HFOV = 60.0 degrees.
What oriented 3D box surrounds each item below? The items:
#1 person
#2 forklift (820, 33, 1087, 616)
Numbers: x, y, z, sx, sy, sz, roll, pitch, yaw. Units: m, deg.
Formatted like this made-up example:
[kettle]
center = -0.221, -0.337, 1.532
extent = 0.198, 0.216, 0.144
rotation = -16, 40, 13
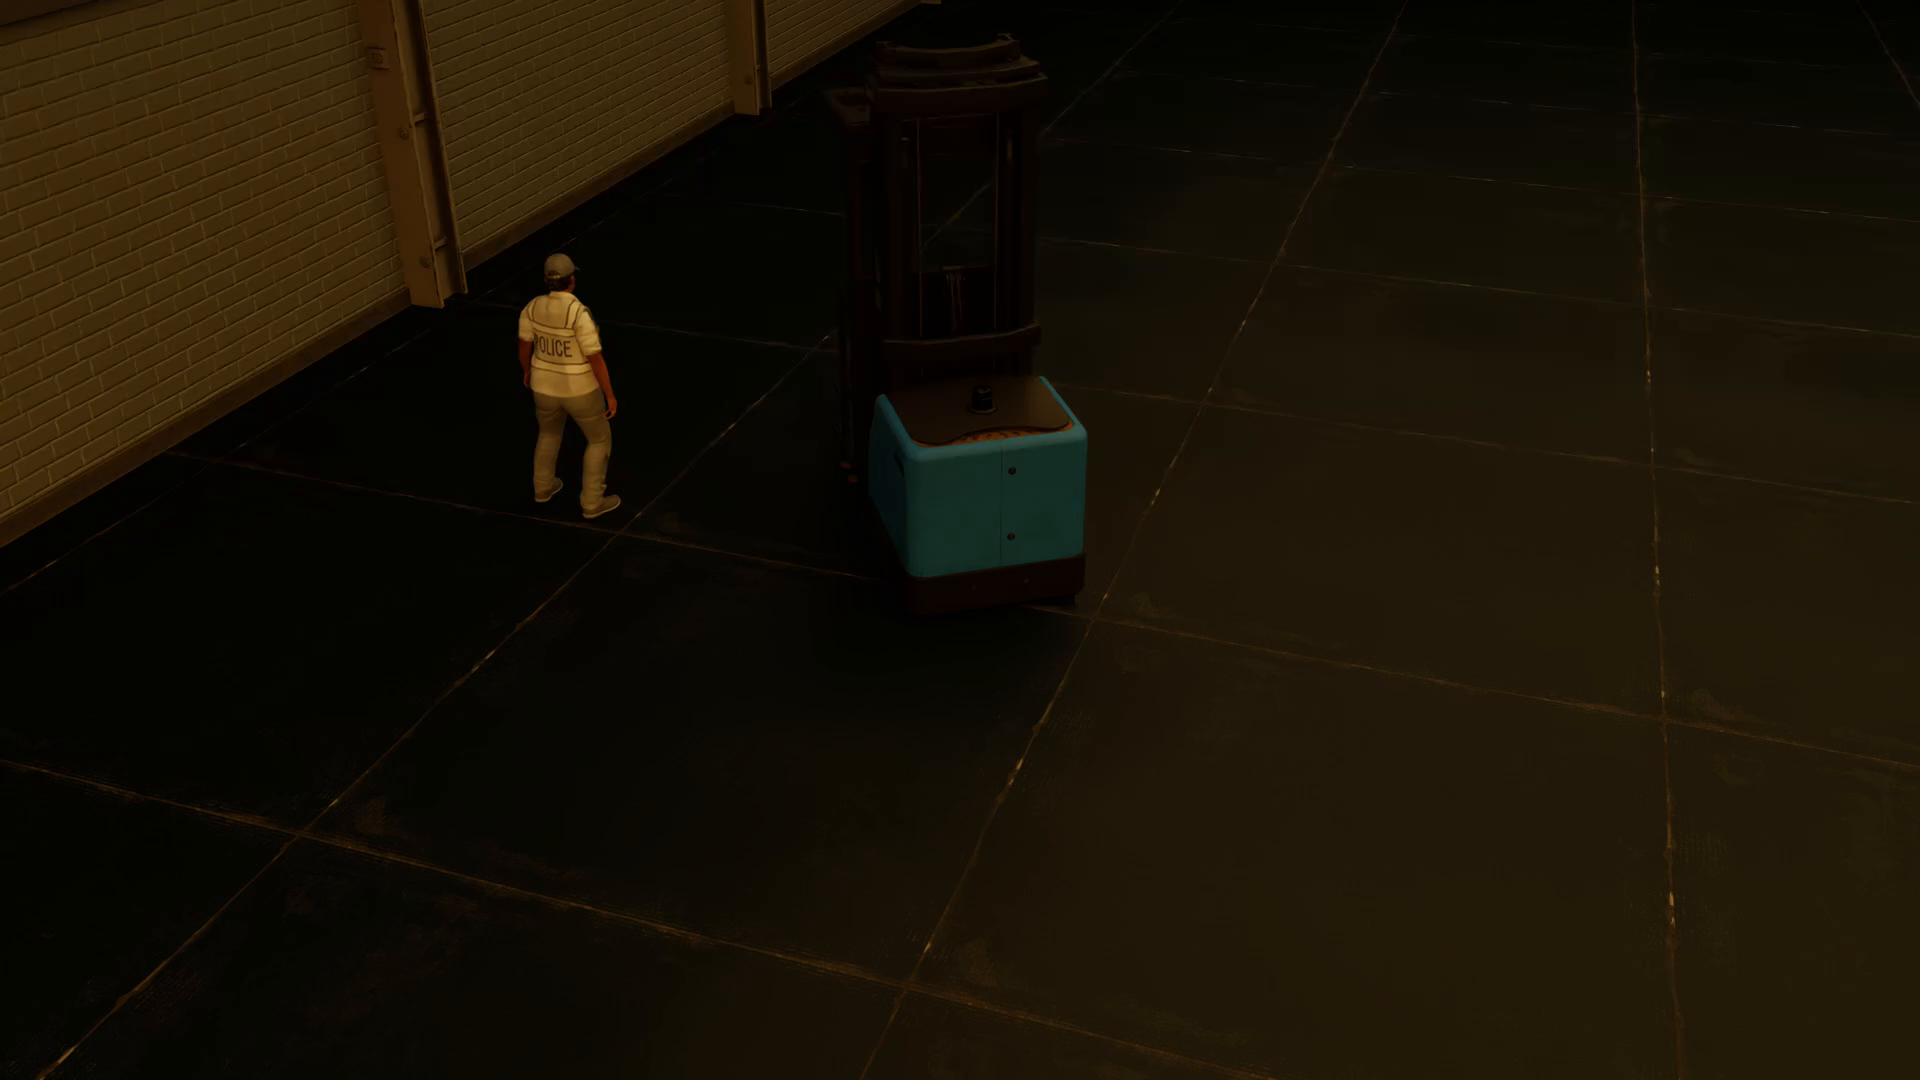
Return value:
[person]
center = -2.378, -0.938, 10.083
extent = 0.708, 1.646, 0.433
rotation = 10, 31, 17
[forklift]
center = -0.176, -1.569, 9.889
extent = 1.130, 2.935, 3.031
rotation = -8, 31, -13
